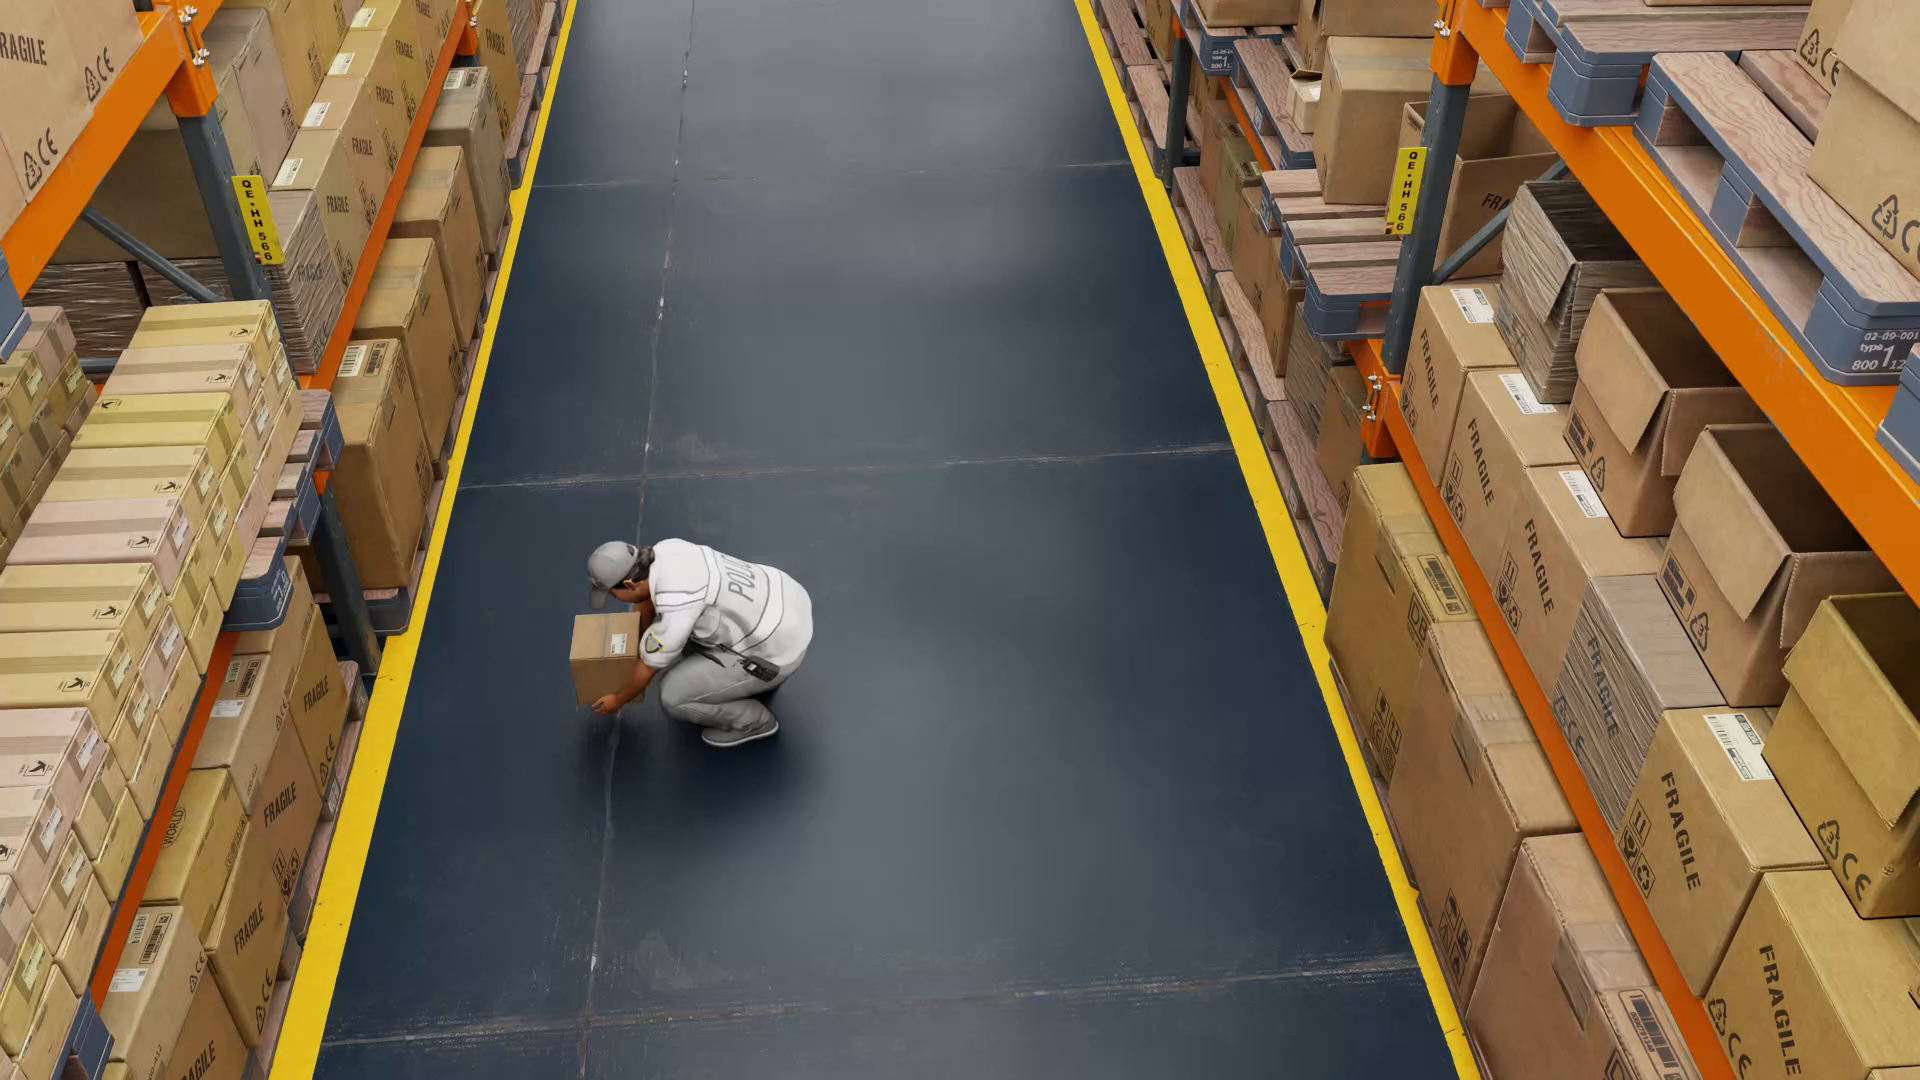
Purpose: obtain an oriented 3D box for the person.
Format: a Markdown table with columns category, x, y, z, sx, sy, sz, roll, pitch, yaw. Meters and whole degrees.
| category | x | y | z | sx | sy | sz | roll | pitch | yaw |
| --- | --- | --- | --- | --- | --- | --- | --- | --- | --- |
| person | -0.993 | 0.337 | 6.332 | 0.860 | 0.930 | 0.528 | -3 | 39 | -4 |
